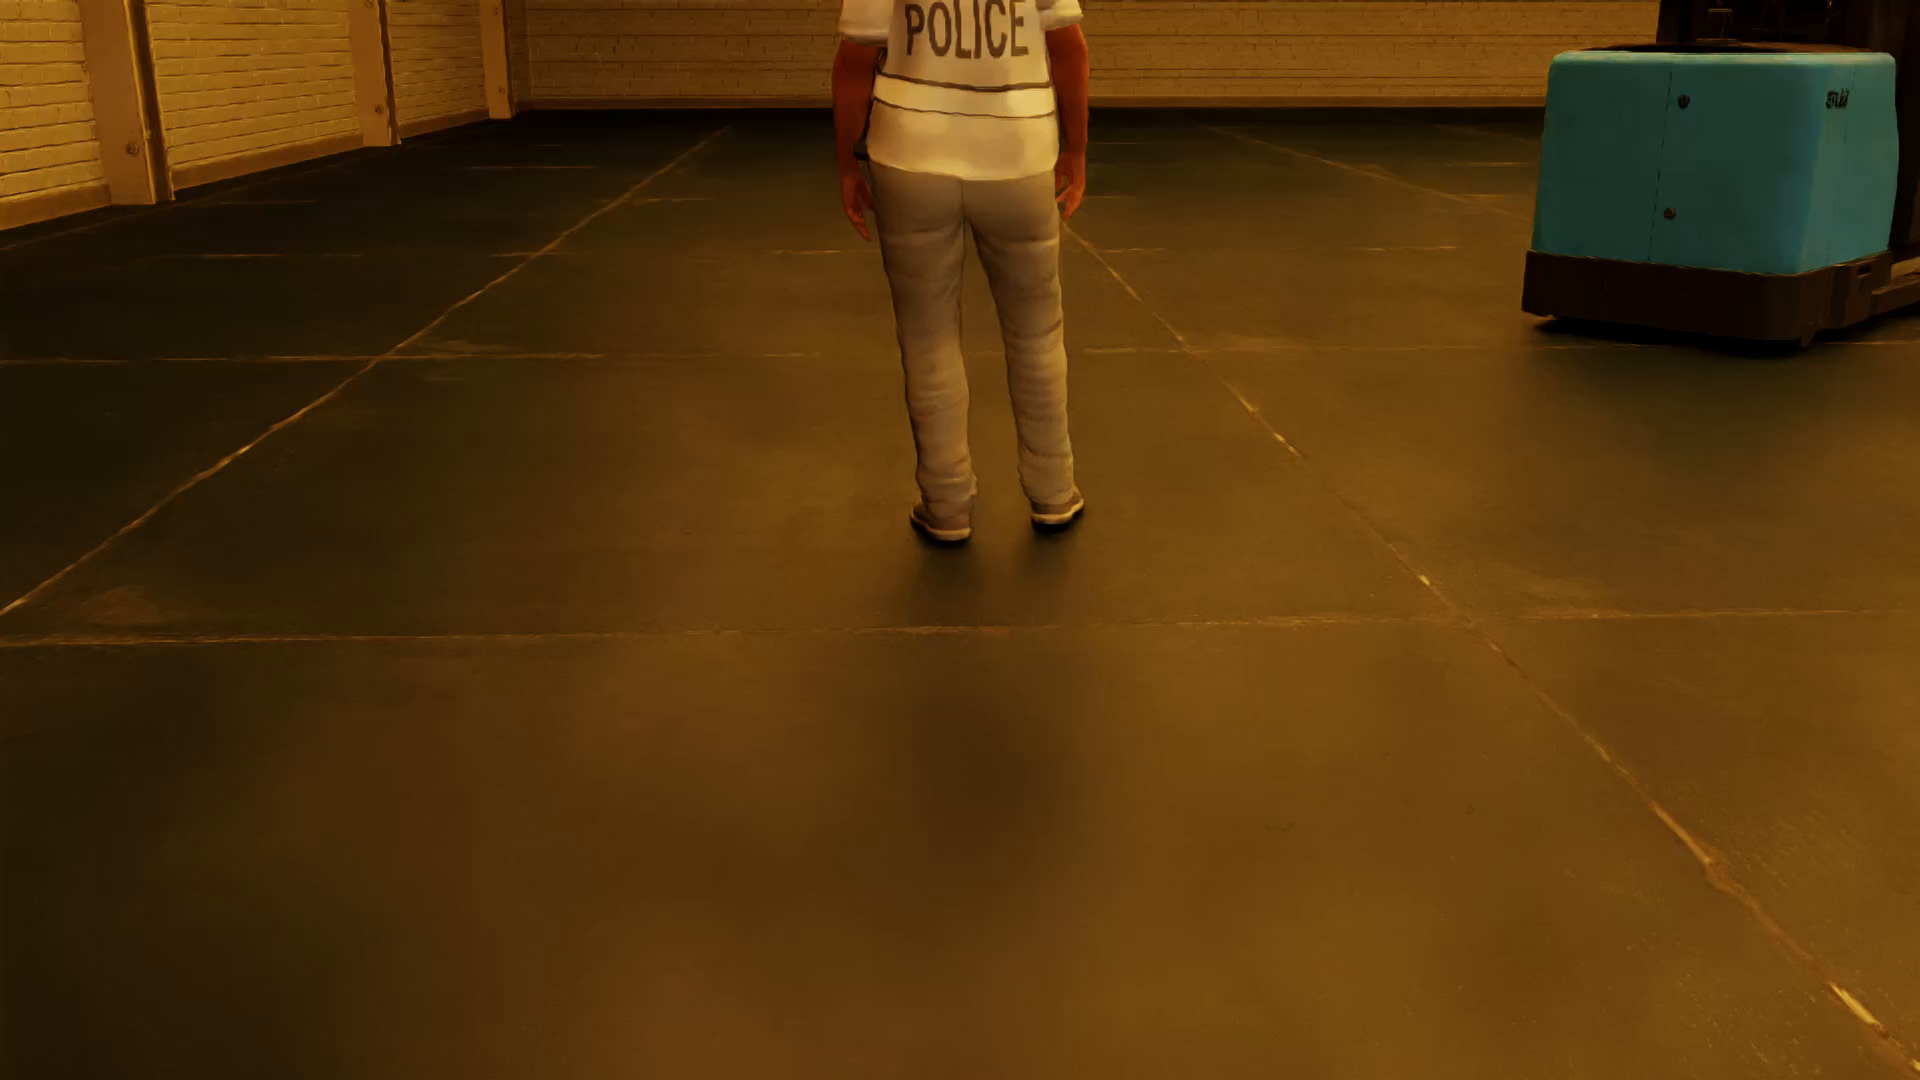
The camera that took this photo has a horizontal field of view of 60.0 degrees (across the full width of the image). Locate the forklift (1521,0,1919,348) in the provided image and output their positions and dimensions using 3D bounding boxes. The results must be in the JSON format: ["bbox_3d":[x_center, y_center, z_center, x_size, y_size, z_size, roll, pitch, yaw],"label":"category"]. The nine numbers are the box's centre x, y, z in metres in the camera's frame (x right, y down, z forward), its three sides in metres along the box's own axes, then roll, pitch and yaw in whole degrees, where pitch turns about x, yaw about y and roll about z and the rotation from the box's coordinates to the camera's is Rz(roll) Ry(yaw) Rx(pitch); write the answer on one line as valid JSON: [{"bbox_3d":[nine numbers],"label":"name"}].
[{"bbox_3d":[3.663,-2.461,6.953,3.031,2.935,1.130,-16,23,-42],"label":"forklift"}]

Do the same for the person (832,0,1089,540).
[{"bbox_3d":[0.019,-0.826,3.746,0.598,1.669,0.529,-1,17,-3],"label":"person"}]
